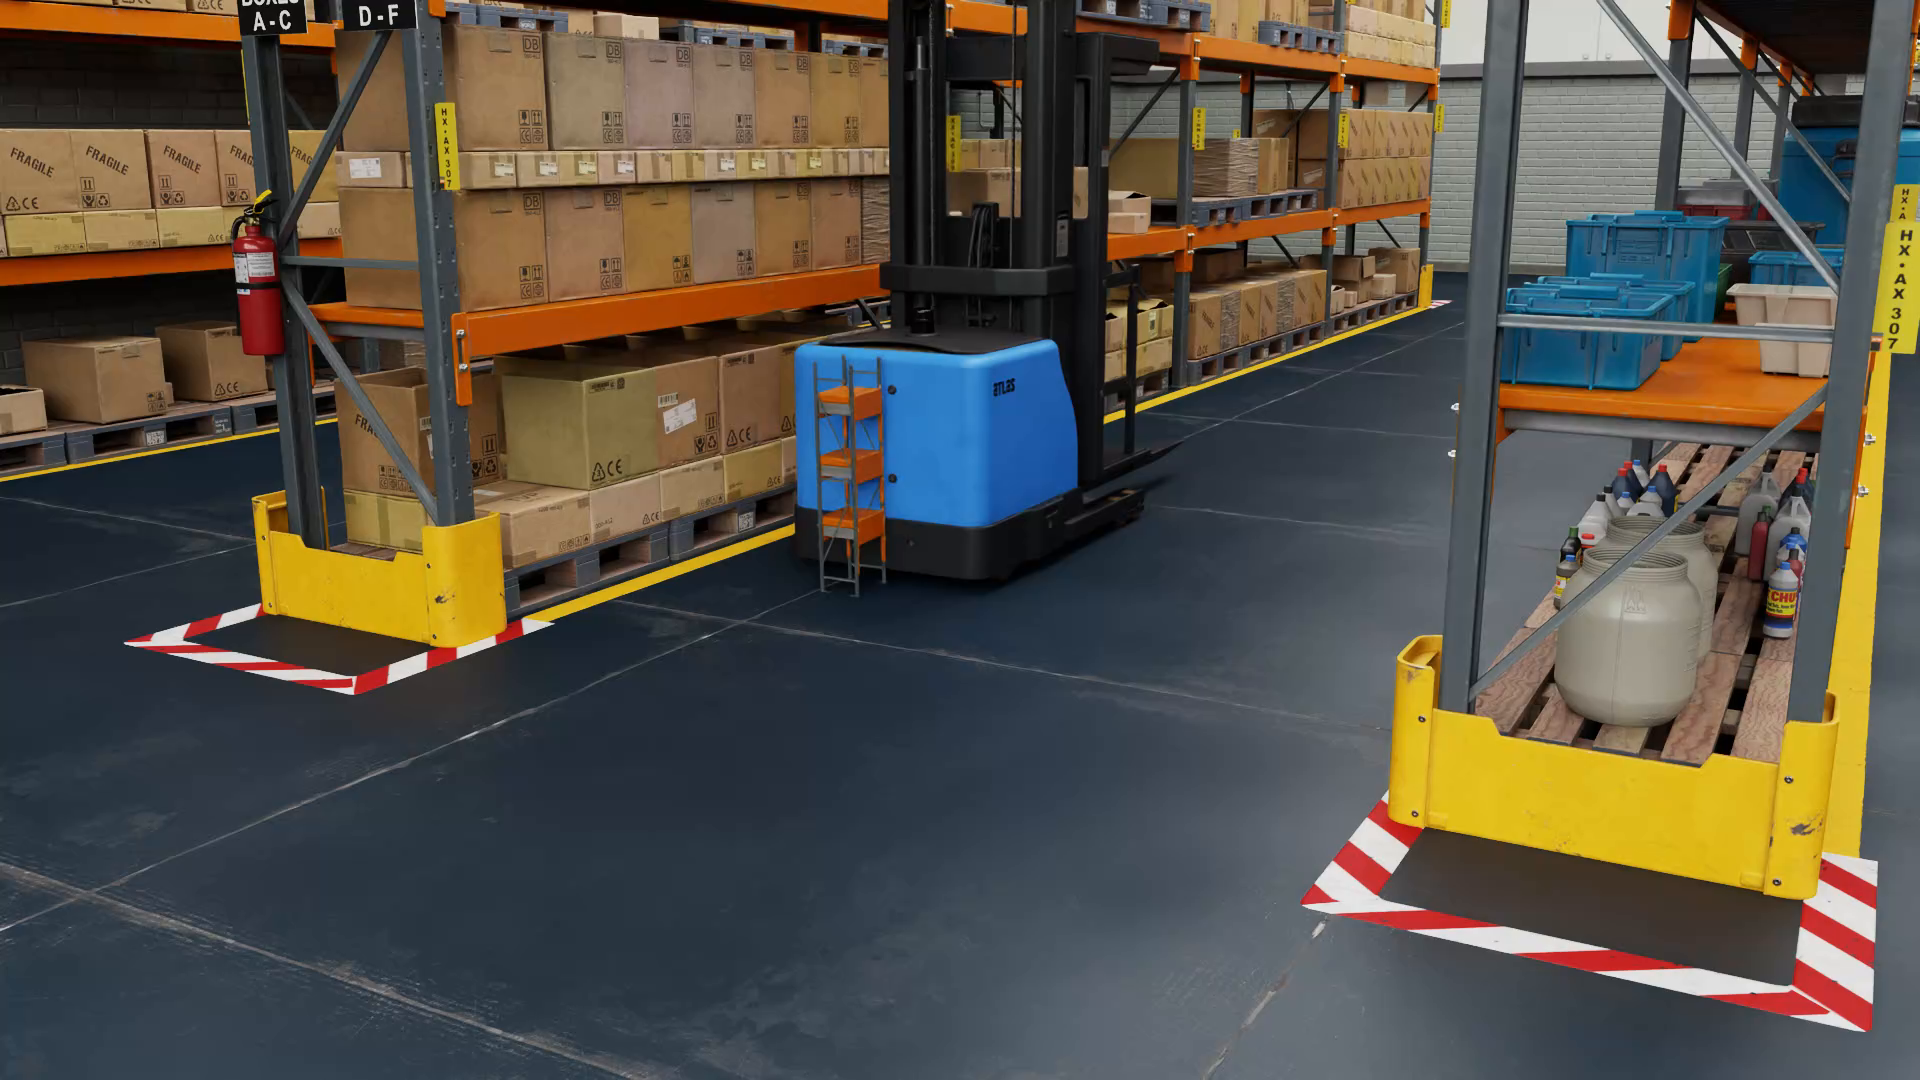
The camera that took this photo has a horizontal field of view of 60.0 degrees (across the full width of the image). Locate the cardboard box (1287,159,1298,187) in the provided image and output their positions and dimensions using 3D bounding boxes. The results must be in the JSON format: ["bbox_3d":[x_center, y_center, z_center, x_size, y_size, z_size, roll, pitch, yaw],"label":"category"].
[{"bbox_3d":[3.359,-3.764,17.534,0.500,0.500,0.500,8,16,29],"label":"cardboard box"}]

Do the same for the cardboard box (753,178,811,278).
[{"bbox_3d":[-1.230,-1.688,8.923,0.700,0.500,0.500,8,16,29],"label":"cardboard box"}]

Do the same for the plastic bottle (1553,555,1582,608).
[{"bbox_3d":[2.379,0.160,6.502,0.097,0.201,0.097,0,14,0],"label":"plastic bottle"}]

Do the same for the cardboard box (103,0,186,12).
[{"bbox_3d":[-5.382,-3.668,10.692,0.500,0.500,0.500,7,15,26],"label":"cardboard box"}]

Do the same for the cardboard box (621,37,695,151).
[{"bbox_3d":[-1.704,-2.119,7.940,0.700,0.500,0.500,7,15,28],"label":"cardboard box"}]

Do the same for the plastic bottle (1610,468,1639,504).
[{"bbox_3d":[2.964,-0.150,7.467,0.144,0.351,0.185,7,15,26],"label":"plastic bottle"}]

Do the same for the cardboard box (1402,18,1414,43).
[{"bbox_3d":[4.764,-5.694,18.605,0.500,0.250,0.500,7,15,28],"label":"cardboard box"}]

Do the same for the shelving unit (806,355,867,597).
[{"bbox_3d":[-0.550,-0.286,7.460,0.215,1.050,0.252,2,16,7],"label":"shelving unit"}]

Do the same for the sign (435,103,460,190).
[{"bbox_3d":[-1.976,-1.517,6.411,0.100,0.325,0.005,7,15,28],"label":"sign"}]

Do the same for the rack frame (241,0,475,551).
[{"bbox_3d":[-2.459,-1.122,6.788,1.000,3.000,0.127,7,15,28],"label":"rack frame"}]

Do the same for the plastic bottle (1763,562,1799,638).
[{"bbox_3d":[3.024,0.216,6.122,0.097,0.271,0.097,0,14,0],"label":"plastic bottle"}]

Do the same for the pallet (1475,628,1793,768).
[{"bbox_3d":[2.268,0.608,5.559,1.003,0.211,1.213,7,15,28],"label":"pallet"}]

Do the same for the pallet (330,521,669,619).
[{"bbox_3d":[-2.126,0.072,7.785,1.003,0.211,1.213,7,15,28],"label":"pallet"}]

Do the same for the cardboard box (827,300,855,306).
[{"bbox_3d":[-1.624,-2.973,18.156,0.750,0.750,0.750,8,16,30],"label":"cardboard box"}]

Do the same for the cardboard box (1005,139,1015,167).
[{"bbox_3d":[0.358,-4.855,21.631,0.980,0.700,0.700,7,15,28],"label":"cardboard box"}]

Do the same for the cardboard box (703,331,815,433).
[{"bbox_3d":[-1.049,-0.851,9.032,0.500,0.500,0.500,7,15,28],"label":"cardboard box"}]

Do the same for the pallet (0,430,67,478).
[{"bbox_3d":[-6.337,-0.505,10.179,1.003,0.211,1.213,7,15,28],"label":"pallet"}]

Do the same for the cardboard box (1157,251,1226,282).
[{"bbox_3d":[2.169,-2.568,15.578,0.500,0.250,0.500,7,15,27],"label":"cardboard box"}]

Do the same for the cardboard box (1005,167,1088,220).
[{"bbox_3d":[0.611,-2.466,12.149,0.500,0.500,0.500,6,15,25],"label":"cardboard box"}]

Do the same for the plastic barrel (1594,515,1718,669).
[{"bbox_3d":[2.369,0.199,5.722,0.421,0.512,0.421,0,14,0],"label":"plastic barrel"}]

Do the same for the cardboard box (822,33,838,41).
[{"bbox_3d":[-1.730,-5.576,17.709,0.700,0.500,0.500,7,15,27],"label":"cardboard box"}]

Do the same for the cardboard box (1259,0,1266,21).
[{"bbox_3d":[2.391,-4.975,15.045,0.600,0.600,0.600,7,15,26],"label":"cardboard box"}]

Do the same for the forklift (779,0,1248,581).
[{"bbox_3d":[0.461,-1.519,8.582,1.130,2.935,3.031,11,18,39],"label":"forklift"}]

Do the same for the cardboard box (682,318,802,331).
[{"bbox_3d":[-1.259,-1.012,9.700,0.500,0.500,0.500,7,15,28],"label":"cardboard box"}]

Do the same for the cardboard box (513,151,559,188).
[{"bbox_3d":[-1.956,-1.597,7.159,0.380,0.149,0.250,7,15,27],"label":"cardboard box"}]

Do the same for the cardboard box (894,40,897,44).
[{"bbox_3d":[-0.432,-5.895,19.394,0.500,0.250,0.500,7,15,28],"label":"cardboard box"}]

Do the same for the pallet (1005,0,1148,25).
[{"bbox_3d":[0.620,-3.751,11.694,1.003,0.211,1.213,8,16,31],"label":"pallet"}]

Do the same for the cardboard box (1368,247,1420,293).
[{"bbox_3d":[5.228,-3.264,20.067,0.500,0.500,0.500,7,15,28],"label":"cardboard box"}]

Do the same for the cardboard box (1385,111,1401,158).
[{"bbox_3d":[4.563,-4.501,18.456,0.500,0.500,0.500,8,16,30],"label":"cardboard box"}]

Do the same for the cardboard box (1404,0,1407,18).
[{"bbox_3d":[4.726,-6.197,19.093,0.700,0.500,0.500,7,15,28],"label":"cardboard box"}]

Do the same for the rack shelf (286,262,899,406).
[{"bbox_3d":[-1.492,-1.183,8.574,1.077,0.370,4.000,7,15,28],"label":"rack shelf"}]

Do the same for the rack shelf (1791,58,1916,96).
[{"bbox_3d":[8.643,-4.541,16.104,1.077,0.370,4.000,7,15,28],"label":"rack shelf"}]

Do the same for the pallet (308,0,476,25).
[{"bbox_3d":[-4.472,-3.985,12.663,1.213,0.211,1.003,7,15,28],"label":"pallet"}]

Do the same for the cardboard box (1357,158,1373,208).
[{"bbox_3d":[4.071,-3.812,17.731,0.500,0.500,0.500,8,16,29],"label":"cardboard box"}]

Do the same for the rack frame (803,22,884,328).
[{"bbox_3d":[-0.526,-1.943,10.192,1.000,3.000,0.127,7,15,28],"label":"rack frame"}]

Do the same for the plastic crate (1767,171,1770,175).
[{"bbox_3d":[7.603,-3.178,15.221,0.392,0.384,0.575,7,15,28],"label":"plastic crate"}]

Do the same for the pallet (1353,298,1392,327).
[{"bbox_3d":[4.263,-2.620,18.953,1.003,0.211,1.213,7,15,28],"label":"pallet"}]

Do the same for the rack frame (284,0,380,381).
[{"bbox_3d":[-4.864,-2.503,12.517,1.000,3.000,0.127,7,15,28],"label":"rack frame"}]

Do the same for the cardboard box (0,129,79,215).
[{"bbox_3d":[-5.801,-2.253,10.158,0.500,0.500,0.500,7,15,26],"label":"cardboard box"}]

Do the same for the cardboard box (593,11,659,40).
[{"bbox_3d":[-3.042,-4.570,14.838,0.500,0.311,0.500,7,15,28],"label":"cardboard box"}]

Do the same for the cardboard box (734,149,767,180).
[{"bbox_3d":[-1.210,-1.912,8.465,0.380,0.149,0.250,8,16,30],"label":"cardboard box"}]

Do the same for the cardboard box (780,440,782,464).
[{"bbox_3d":[-1.038,-0.485,9.114,0.500,0.250,0.500,7,15,28],"label":"cardboard box"}]

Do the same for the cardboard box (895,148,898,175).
[{"bbox_3d":[-0.469,-2.227,9.772,0.380,0.149,0.250,7,15,28],"label":"cardboard box"}]

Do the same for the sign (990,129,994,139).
[{"bbox_3d":[0.454,-5.489,22.884,0.100,0.325,0.005,7,15,28],"label":"sign"}]

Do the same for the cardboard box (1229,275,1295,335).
[{"bbox_3d":[2.865,-2.246,15.844,0.500,0.500,0.500,8,16,29],"label":"cardboard box"}]

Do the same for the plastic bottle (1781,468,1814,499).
[{"bbox_3d":[3.750,-0.142,7.436,0.144,0.351,0.185,7,15,27],"label":"plastic bottle"}]

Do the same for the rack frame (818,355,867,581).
[{"bbox_3d":[-0.534,-0.319,7.576,0.200,1.050,0.008,2,16,7],"label":"rack frame"}]

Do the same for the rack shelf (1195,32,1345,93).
[{"bbox_3d":[2.375,-4.282,15.031,1.077,0.370,4.000,7,15,28],"label":"rack shelf"}]

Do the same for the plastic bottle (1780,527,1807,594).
[{"bbox_3d":[3.336,0.083,6.671,0.097,0.271,0.097,0,14,0],"label":"plastic bottle"}]

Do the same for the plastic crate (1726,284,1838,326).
[{"bbox_3d":[3.246,-0.891,6.391,0.530,0.136,0.437,7,15,28],"label":"plastic crate"}]

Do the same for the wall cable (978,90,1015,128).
[{"bbox_3d":[0.728,-5.829,24.144,0.084,1.984,1.851,7,15,28],"label":"wall cable"}]

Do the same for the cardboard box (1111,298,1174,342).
[{"bbox_3d":[1.370,-1.768,13.242,0.500,0.311,0.500,8,16,30],"label":"cardboard box"}]

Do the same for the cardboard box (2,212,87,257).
[{"bbox_3d":[-5.794,-1.896,10.273,0.500,0.250,0.500,7,15,27],"label":"cardboard box"}]

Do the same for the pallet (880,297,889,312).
[{"bbox_3d":[-0.560,-2.936,20.262,1.003,0.211,1.213,7,15,28],"label":"pallet"}]

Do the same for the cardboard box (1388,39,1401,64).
[{"bbox_3d":[4.521,-5.349,18.239,0.500,0.250,0.500,7,15,28],"label":"cardboard box"}]

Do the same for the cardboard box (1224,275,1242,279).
[{"bbox_3d":[2.398,-2.299,16.063,0.500,0.500,0.500,8,15,29],"label":"cardboard box"}]

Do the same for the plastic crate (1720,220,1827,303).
[{"bbox_3d":[3.444,-1.258,7.482,0.767,0.338,0.504,7,15,28],"label":"plastic crate"}]
